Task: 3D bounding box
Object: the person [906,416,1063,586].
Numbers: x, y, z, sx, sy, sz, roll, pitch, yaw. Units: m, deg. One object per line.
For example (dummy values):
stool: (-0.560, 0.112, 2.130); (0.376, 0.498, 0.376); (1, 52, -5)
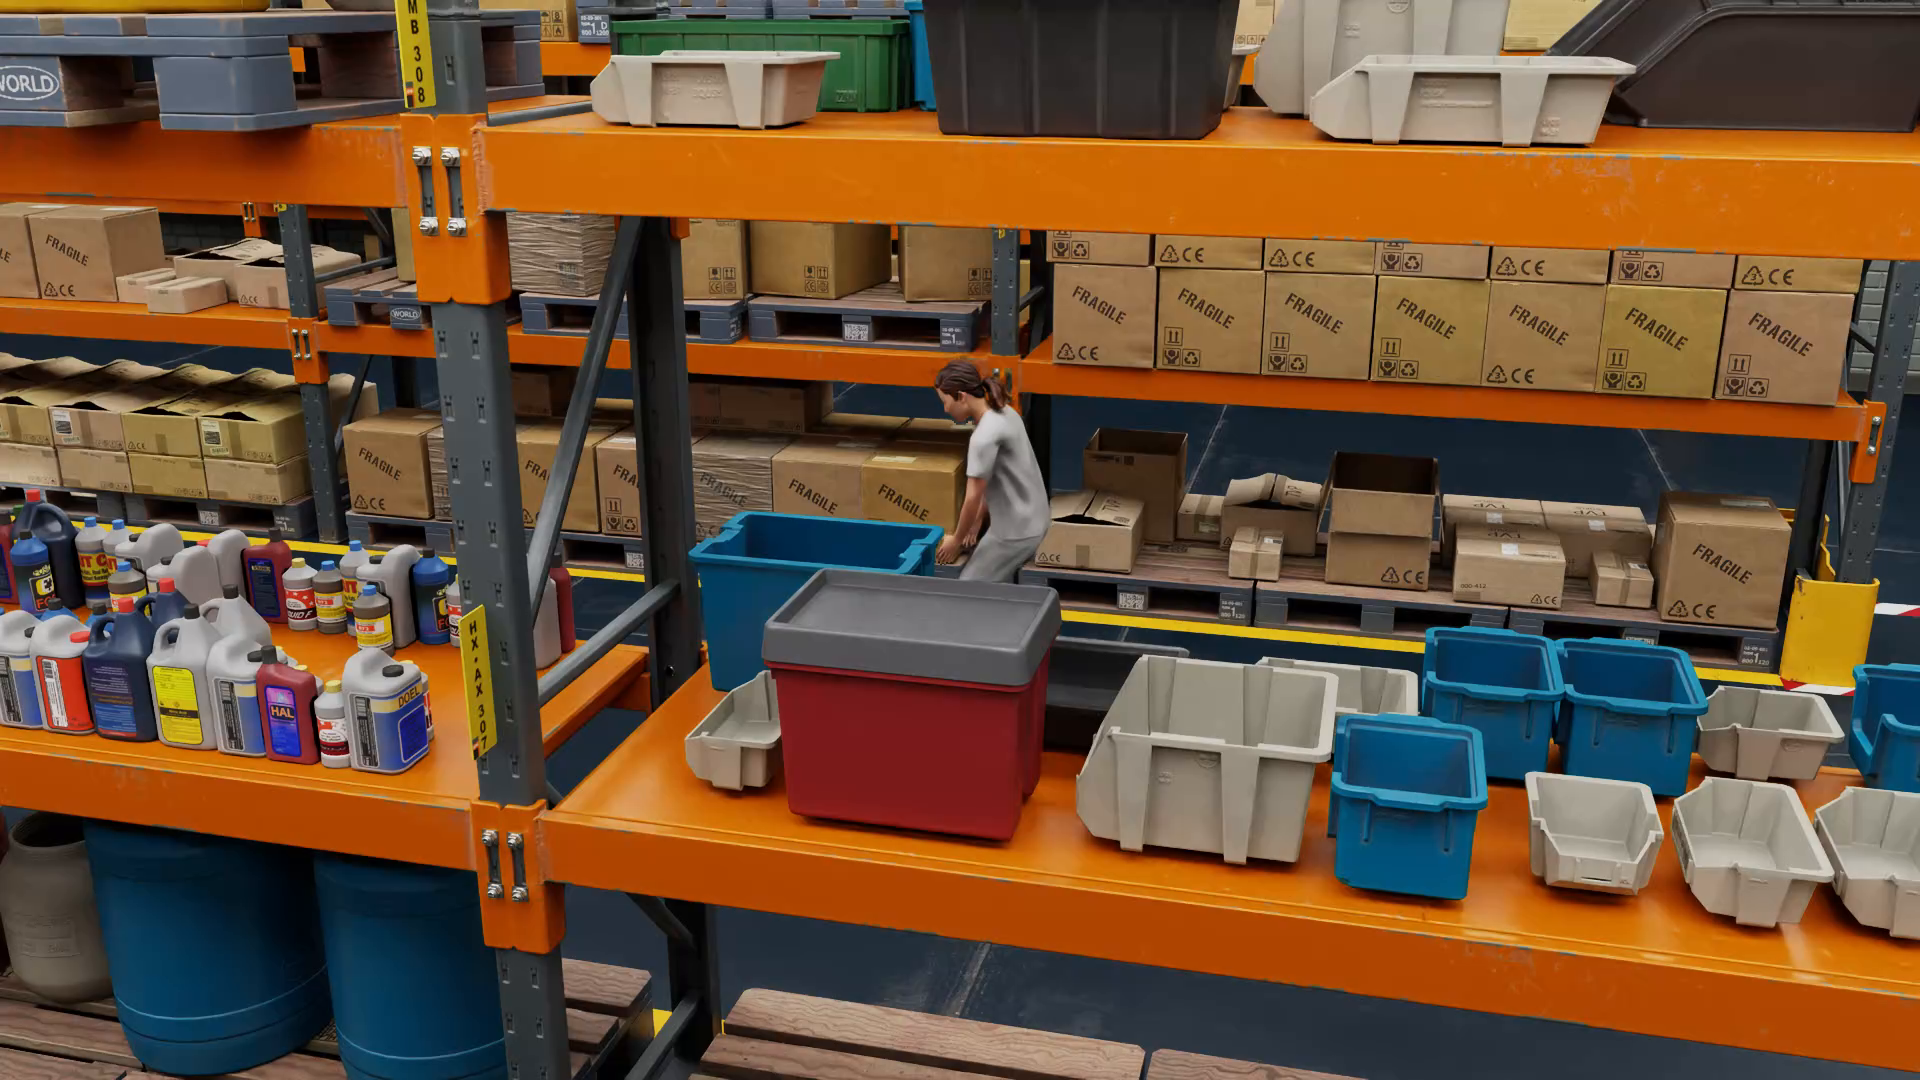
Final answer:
person: (0.101, 0.079, 7.466); (0.696, 1.275, 0.490); (5, 19, 14)
